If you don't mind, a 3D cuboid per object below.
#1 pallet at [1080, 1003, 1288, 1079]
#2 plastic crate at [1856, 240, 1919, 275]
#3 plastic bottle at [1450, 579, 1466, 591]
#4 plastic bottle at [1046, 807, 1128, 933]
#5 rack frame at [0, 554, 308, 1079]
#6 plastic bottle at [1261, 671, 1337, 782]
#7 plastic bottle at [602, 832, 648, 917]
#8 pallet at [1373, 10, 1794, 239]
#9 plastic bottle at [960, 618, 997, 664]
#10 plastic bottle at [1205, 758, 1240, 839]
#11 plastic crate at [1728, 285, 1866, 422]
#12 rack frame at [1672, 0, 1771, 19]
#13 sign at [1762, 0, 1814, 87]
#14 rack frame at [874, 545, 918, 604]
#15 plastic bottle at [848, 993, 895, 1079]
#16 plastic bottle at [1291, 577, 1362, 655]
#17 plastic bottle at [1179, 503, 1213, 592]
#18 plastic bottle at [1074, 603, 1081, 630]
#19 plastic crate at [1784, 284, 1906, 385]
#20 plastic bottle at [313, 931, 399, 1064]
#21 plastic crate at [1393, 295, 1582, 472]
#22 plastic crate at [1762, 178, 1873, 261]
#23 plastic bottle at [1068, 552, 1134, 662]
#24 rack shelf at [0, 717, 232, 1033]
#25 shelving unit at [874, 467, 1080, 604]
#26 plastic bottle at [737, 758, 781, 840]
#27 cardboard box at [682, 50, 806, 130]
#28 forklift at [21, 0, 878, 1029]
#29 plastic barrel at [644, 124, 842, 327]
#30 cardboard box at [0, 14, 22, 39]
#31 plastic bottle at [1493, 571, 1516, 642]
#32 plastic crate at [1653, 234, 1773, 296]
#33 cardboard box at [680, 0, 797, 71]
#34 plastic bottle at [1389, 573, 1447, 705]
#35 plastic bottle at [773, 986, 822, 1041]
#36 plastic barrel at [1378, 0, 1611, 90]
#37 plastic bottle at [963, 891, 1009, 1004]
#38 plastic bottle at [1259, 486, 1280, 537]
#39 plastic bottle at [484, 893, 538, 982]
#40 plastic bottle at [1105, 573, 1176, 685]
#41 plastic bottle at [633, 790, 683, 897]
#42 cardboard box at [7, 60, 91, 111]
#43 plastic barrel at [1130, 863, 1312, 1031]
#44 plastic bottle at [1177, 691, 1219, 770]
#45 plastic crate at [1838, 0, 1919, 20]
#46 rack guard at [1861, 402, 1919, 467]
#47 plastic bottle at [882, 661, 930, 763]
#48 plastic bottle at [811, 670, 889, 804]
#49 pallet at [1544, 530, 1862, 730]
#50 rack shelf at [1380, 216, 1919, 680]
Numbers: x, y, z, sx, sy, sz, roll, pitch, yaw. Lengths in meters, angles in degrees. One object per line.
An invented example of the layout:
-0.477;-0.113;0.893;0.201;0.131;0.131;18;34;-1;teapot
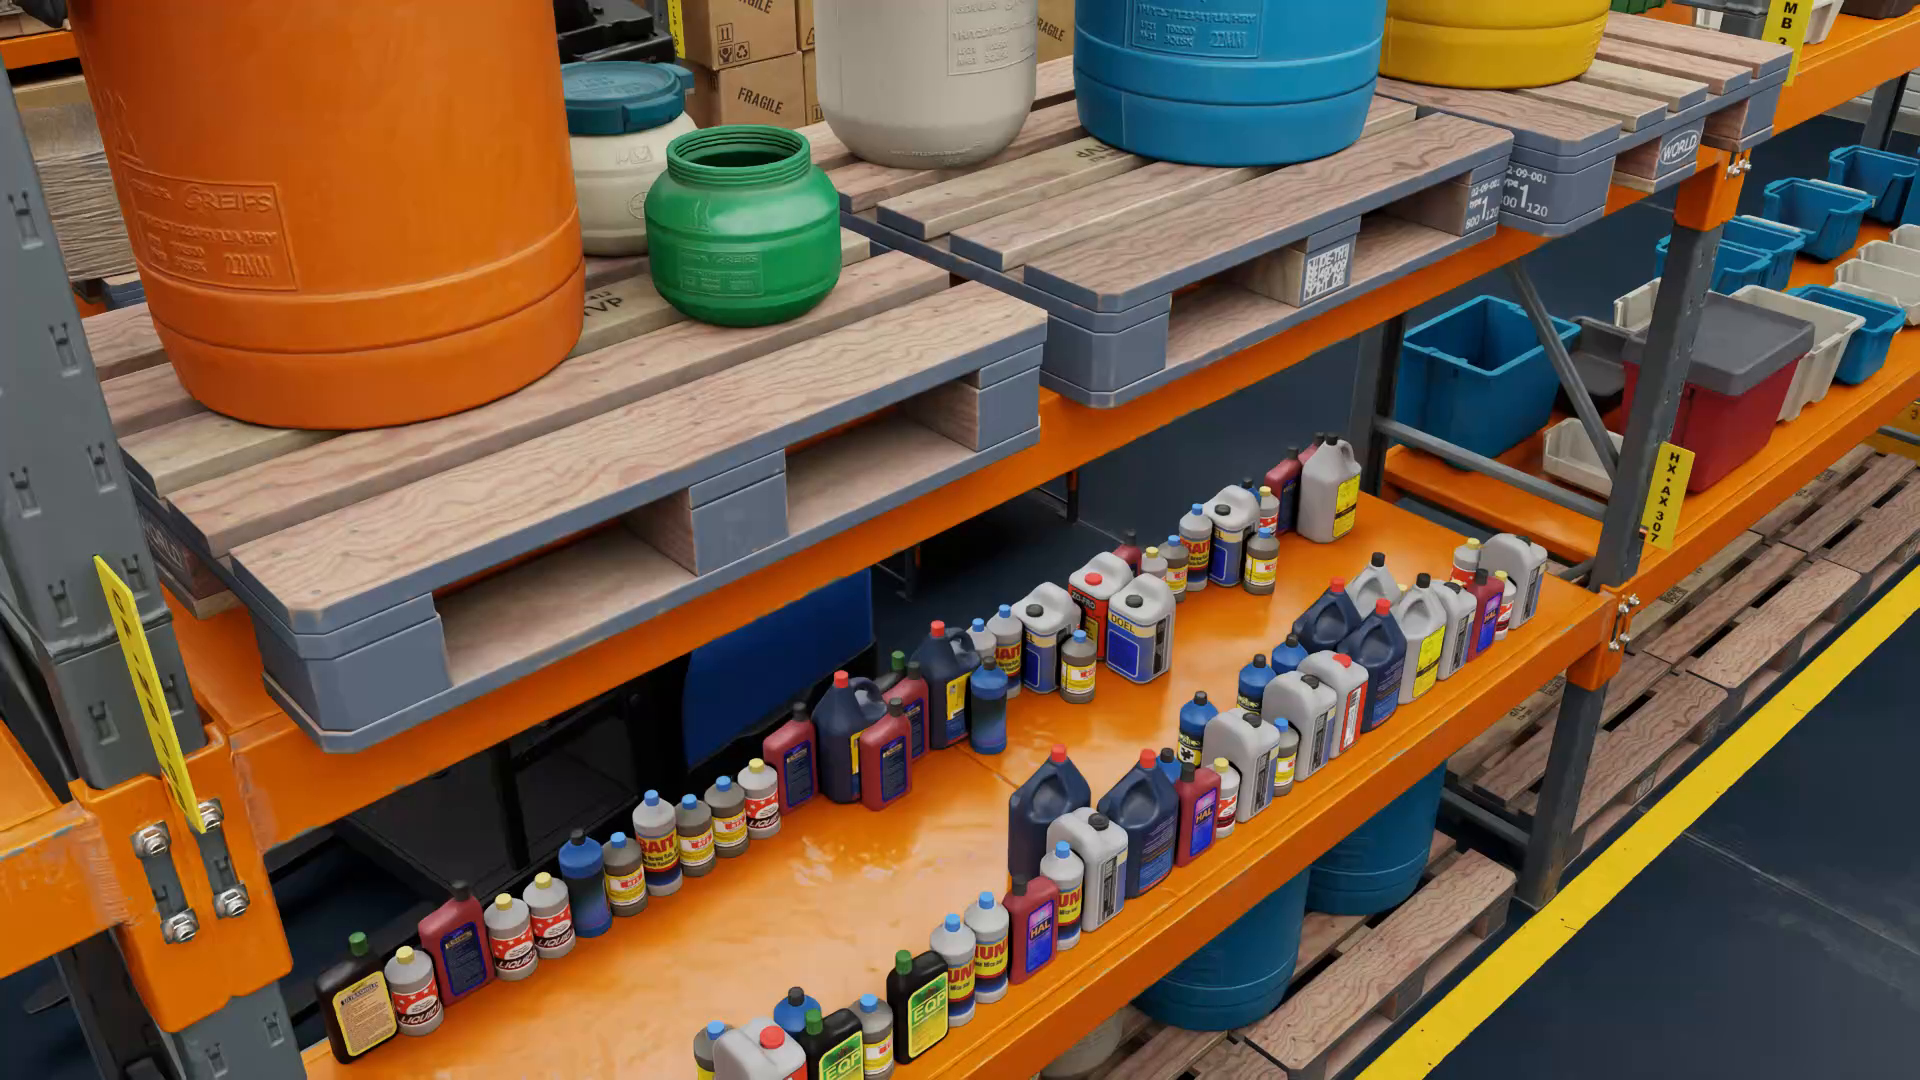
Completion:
0.182;1.664;4.826;1.213;0.211;1.003;-26;40;-35;pallet
3.907;-1.094;6.860;0.243;0.136;0.396;-26;40;-35;plastic crate
1.396;0.206;4.729;0.097;0.201;0.097;0;31;0;plastic bottle
0.292;0.732;3.797;0.135;0.276;0.152;-26;40;-35;plastic bottle
-1.262;1.201;2.911;0.127;3.000;1.000;-26;40;-35;rack frame
0.865;0.454;4.251;0.135;0.276;0.152;-26;40;-35;plastic bottle
-0.775;0.759;3.823;0.097;0.201;0.097;0;31;0;plastic bottle
1.162;-1.102;3.982;1.003;0.211;1.213;-26;40;-35;pallet
0.048;0.331;4.457;0.097;0.271;0.097;0;31;0;plastic bottle
0.629;0.620;4.051;0.097;0.201;0.097;0;31;0;plastic bottle
2.916;-0.664;6.017;0.530;0.282;0.437;-26;40;-35;plastic crate
1.671;-2.778;3.667;0.127;3.000;1.000;-26;40;-35;rack frame
2.043;-1.291;4.101;0.005;0.325;0.100;-26;40;-35;sign
-0.368;-0.302;7.166;0.032;1.125;0.500;-26;40;-35;rack frame
-0.184;1.013;3.408;0.097;0.201;0.097;0;31;0;plastic bottle
0.986;0.264;4.489;0.185;0.351;0.144;-26;40;-35;plastic bottle
0.700;0.016;4.973;0.097;0.271;0.097;0;31;0;plastic bottle
0.290;0.244;4.666;0.097;0.201;0.097;0;31;0;plastic bottle
3.272;-0.765;6.228;0.300;0.233;0.416;-26;40;-35;plastic crate
-1.256;0.944;3.443;0.133;0.283;0.061;-26;40;-35;plastic bottle
1.781;-0.533;5.704;0.575;0.384;0.392;-26;40;-35;plastic crate
3.716;-1.396;7.261;0.300;0.233;0.416;-26;40;-35;plastic crate
0.393;0.182;4.697;0.135;0.276;0.152;-26;40;-35;plastic bottle
-2.729;0.937;1.156;4.000;0.370;1.077;-26;40;-35;rack shelf
0.005;-0.482;7.460;1.048;1.125;0.538;-26;40;-35;shelving unit
-0.490;0.621;4.049;0.097;0.201;0.097;0;31;0;plastic bottle
-1.135;-2.234;8.432;0.500;0.500;0.500;-25;39;-34;cardboard box
-1.636;-0.165;5.210;1.130;2.935;3.031;22;38;32;forklift
-0.329;-0.480;2.531;0.294;0.245;0.294;0;31;0;plastic barrel
-6.082;-3.247;10.407;0.250;0.149;0.380;-27;41;-37;cardboard box
1.535;0.182;4.768;0.097;0.201;0.097;0;31;0;plastic bottle
3.013;-1.056;6.705;0.300;0.233;0.416;-26;40;-35;plastic crate
-1.158;-2.643;8.143;0.500;0.500;0.500;-25;39;-34;cardboard box
1.219;0.254;4.507;0.185;0.351;0.144;-26;40;-35;plastic bottle
-0.324;1.008;3.350;0.097;0.271;0.097;0;31;0;plastic bottle
1.140;-1.356;3.634;0.600;0.588;0.600;0;31;0;plastic barrel
0.056;0.867;3.580;0.097;0.271;0.097;0;31;0;plastic bottle
0.942;-0.071;5.182;0.097;0.201;0.097;0;31;0;plastic bottle
-0.990;0.863;3.654;0.097;0.201;0.097;0;31;0;plastic bottle
0.497;0.240;4.602;0.135;0.276;0.152;-26;40;-35;plastic bottle
-0.704;0.695;3.862;0.097;0.271;0.097;0;31;0;plastic bottle
-6.103;-2.673;10.905;0.750;0.750;0.750;-24;39;-34;cardboard box
0.741;0.935;4.954;0.708;0.901;0.600;-26;40;-35;plastic barrel
0.597;0.497;4.184;0.097;0.271;0.097;0;31;0;plastic bottle
2.768;-1.778;5.032;0.590;0.269;0.497;-26;40;-35;plastic crate
4.613;-0.584;8.226;0.348;0.500;1.175;-26;40;-35;rack guard
-0.143;0.449;4.253;0.133;0.283;0.061;-26;40;-35;plastic bottle
-0.273;0.469;4.155;0.185;0.351;0.144;-26;40;-35;plastic bottle
3.079;0.261;7.121;1.213;0.211;1.003;-26;40;-35;pallet
3.137;-0.621;6.579;4.000;0.370;1.077;-26;40;-35;rack shelf
